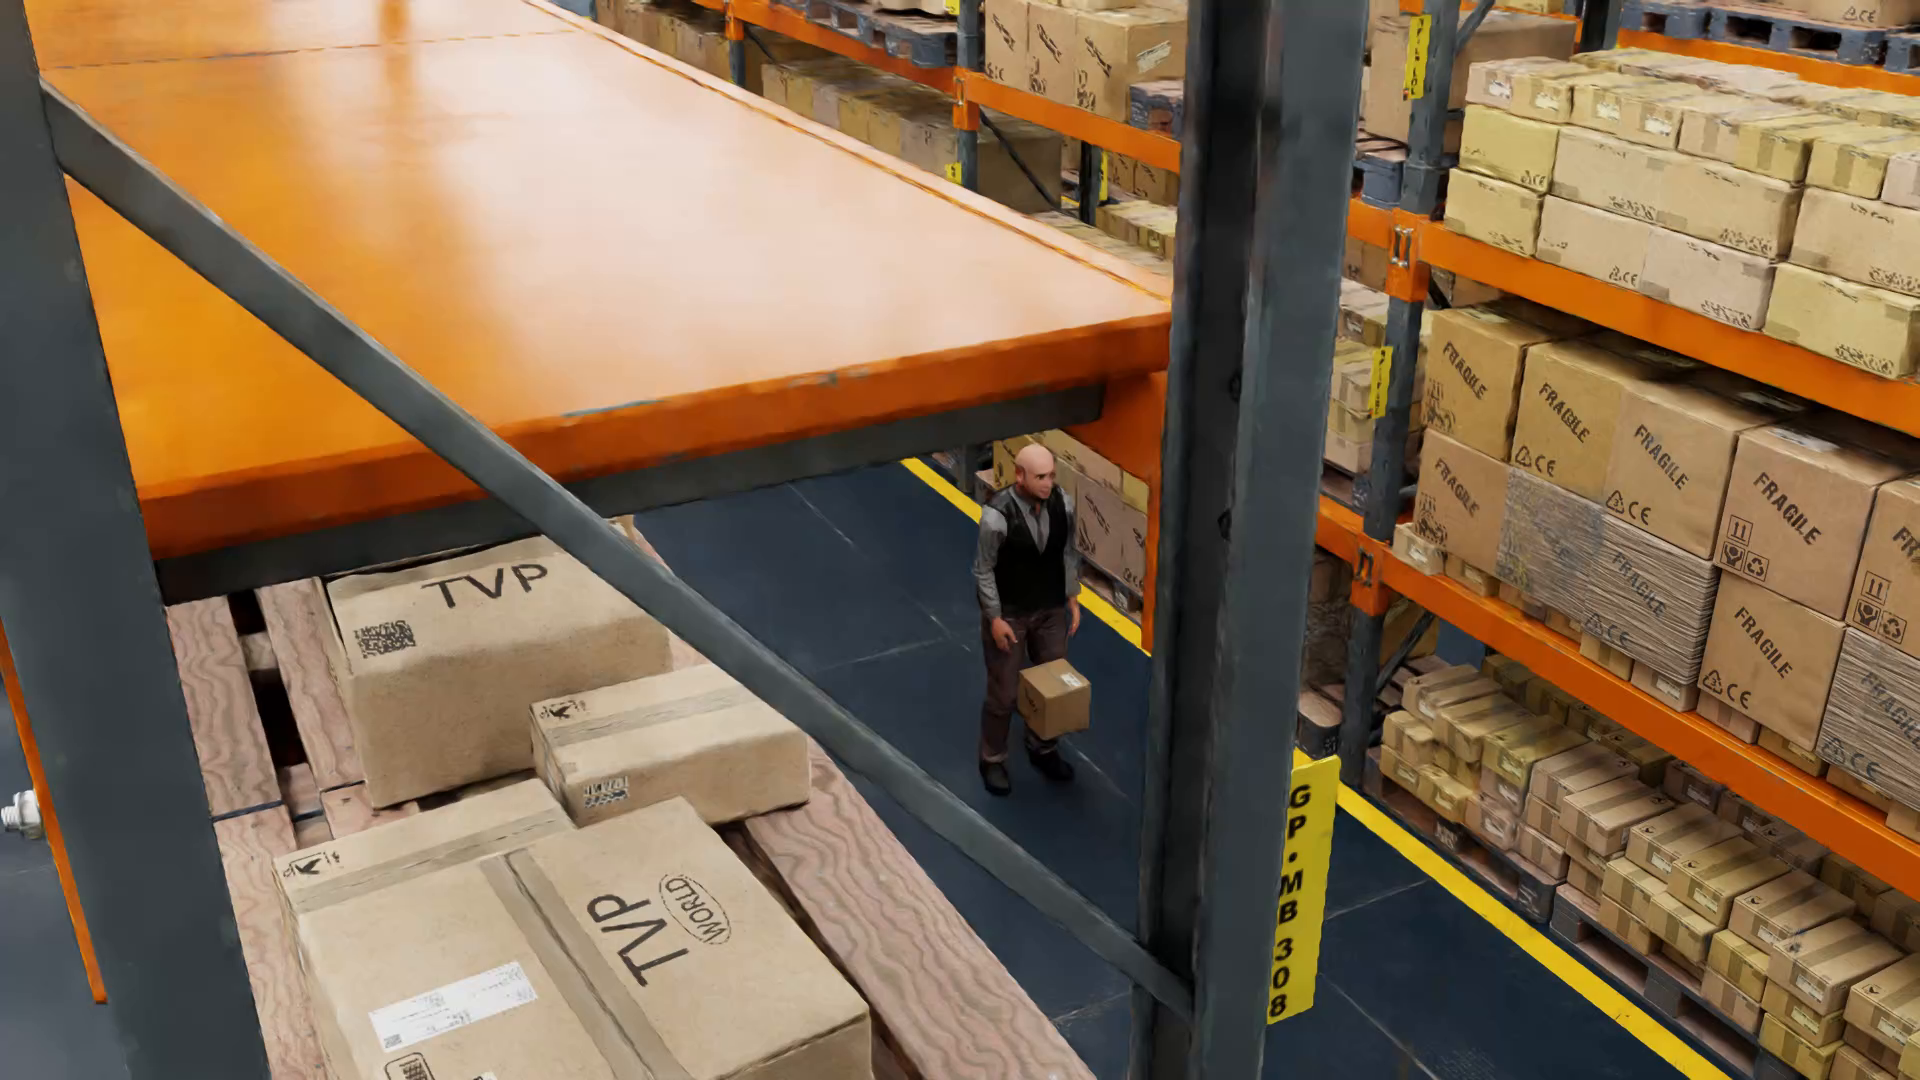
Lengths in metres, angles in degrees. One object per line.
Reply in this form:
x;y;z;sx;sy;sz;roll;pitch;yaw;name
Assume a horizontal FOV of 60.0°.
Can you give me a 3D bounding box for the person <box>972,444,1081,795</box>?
0.323;0.349;7.896;0.560;1.725;0.472;-14;29;-26;person
